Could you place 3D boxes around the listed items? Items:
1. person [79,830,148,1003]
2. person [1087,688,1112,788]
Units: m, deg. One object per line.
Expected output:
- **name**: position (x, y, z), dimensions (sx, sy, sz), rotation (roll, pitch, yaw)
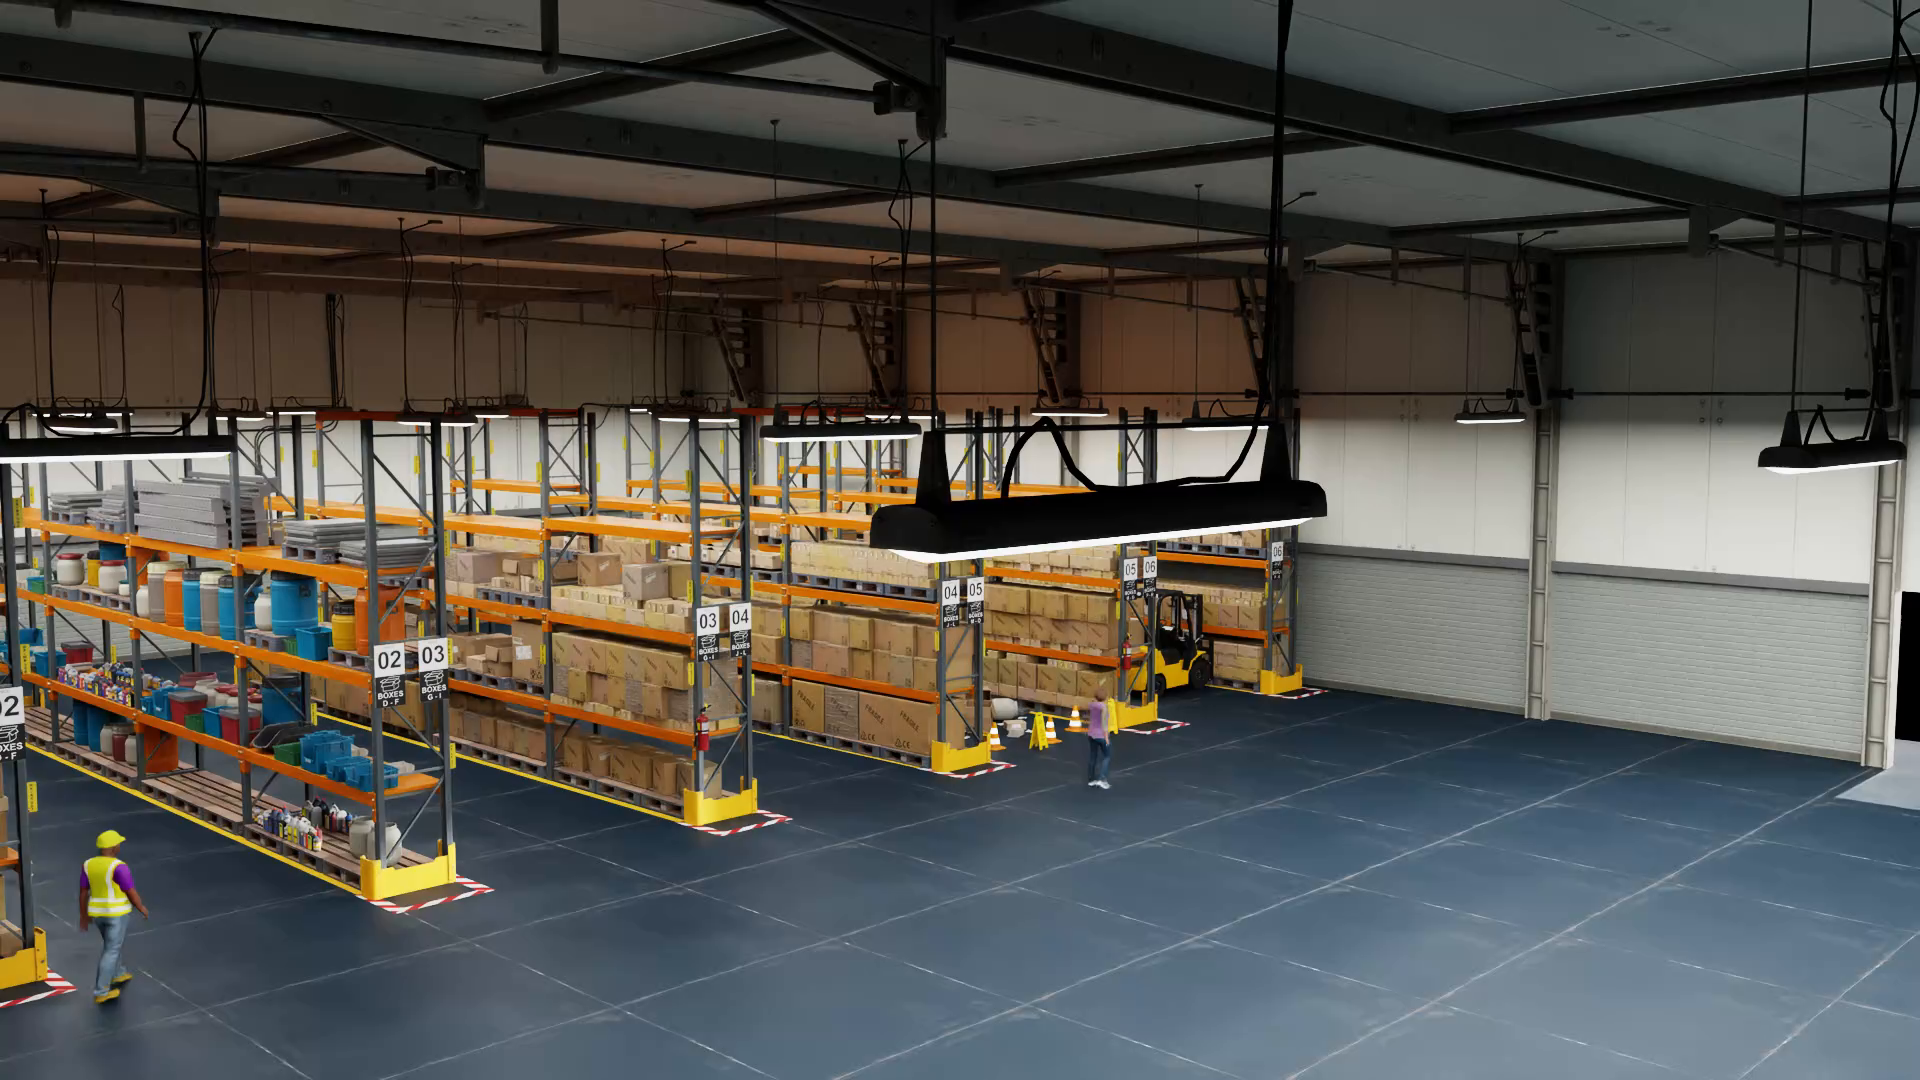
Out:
- **person**: position (-8.875, 3.897, 17.491), dimensions (0.605, 1.749, 0.860), rotation (1, 5, 10)
- **person**: position (2.230, 3.203, 26.778), dimensions (0.319, 1.574, 0.456), rotation (-4, 6, -38)
